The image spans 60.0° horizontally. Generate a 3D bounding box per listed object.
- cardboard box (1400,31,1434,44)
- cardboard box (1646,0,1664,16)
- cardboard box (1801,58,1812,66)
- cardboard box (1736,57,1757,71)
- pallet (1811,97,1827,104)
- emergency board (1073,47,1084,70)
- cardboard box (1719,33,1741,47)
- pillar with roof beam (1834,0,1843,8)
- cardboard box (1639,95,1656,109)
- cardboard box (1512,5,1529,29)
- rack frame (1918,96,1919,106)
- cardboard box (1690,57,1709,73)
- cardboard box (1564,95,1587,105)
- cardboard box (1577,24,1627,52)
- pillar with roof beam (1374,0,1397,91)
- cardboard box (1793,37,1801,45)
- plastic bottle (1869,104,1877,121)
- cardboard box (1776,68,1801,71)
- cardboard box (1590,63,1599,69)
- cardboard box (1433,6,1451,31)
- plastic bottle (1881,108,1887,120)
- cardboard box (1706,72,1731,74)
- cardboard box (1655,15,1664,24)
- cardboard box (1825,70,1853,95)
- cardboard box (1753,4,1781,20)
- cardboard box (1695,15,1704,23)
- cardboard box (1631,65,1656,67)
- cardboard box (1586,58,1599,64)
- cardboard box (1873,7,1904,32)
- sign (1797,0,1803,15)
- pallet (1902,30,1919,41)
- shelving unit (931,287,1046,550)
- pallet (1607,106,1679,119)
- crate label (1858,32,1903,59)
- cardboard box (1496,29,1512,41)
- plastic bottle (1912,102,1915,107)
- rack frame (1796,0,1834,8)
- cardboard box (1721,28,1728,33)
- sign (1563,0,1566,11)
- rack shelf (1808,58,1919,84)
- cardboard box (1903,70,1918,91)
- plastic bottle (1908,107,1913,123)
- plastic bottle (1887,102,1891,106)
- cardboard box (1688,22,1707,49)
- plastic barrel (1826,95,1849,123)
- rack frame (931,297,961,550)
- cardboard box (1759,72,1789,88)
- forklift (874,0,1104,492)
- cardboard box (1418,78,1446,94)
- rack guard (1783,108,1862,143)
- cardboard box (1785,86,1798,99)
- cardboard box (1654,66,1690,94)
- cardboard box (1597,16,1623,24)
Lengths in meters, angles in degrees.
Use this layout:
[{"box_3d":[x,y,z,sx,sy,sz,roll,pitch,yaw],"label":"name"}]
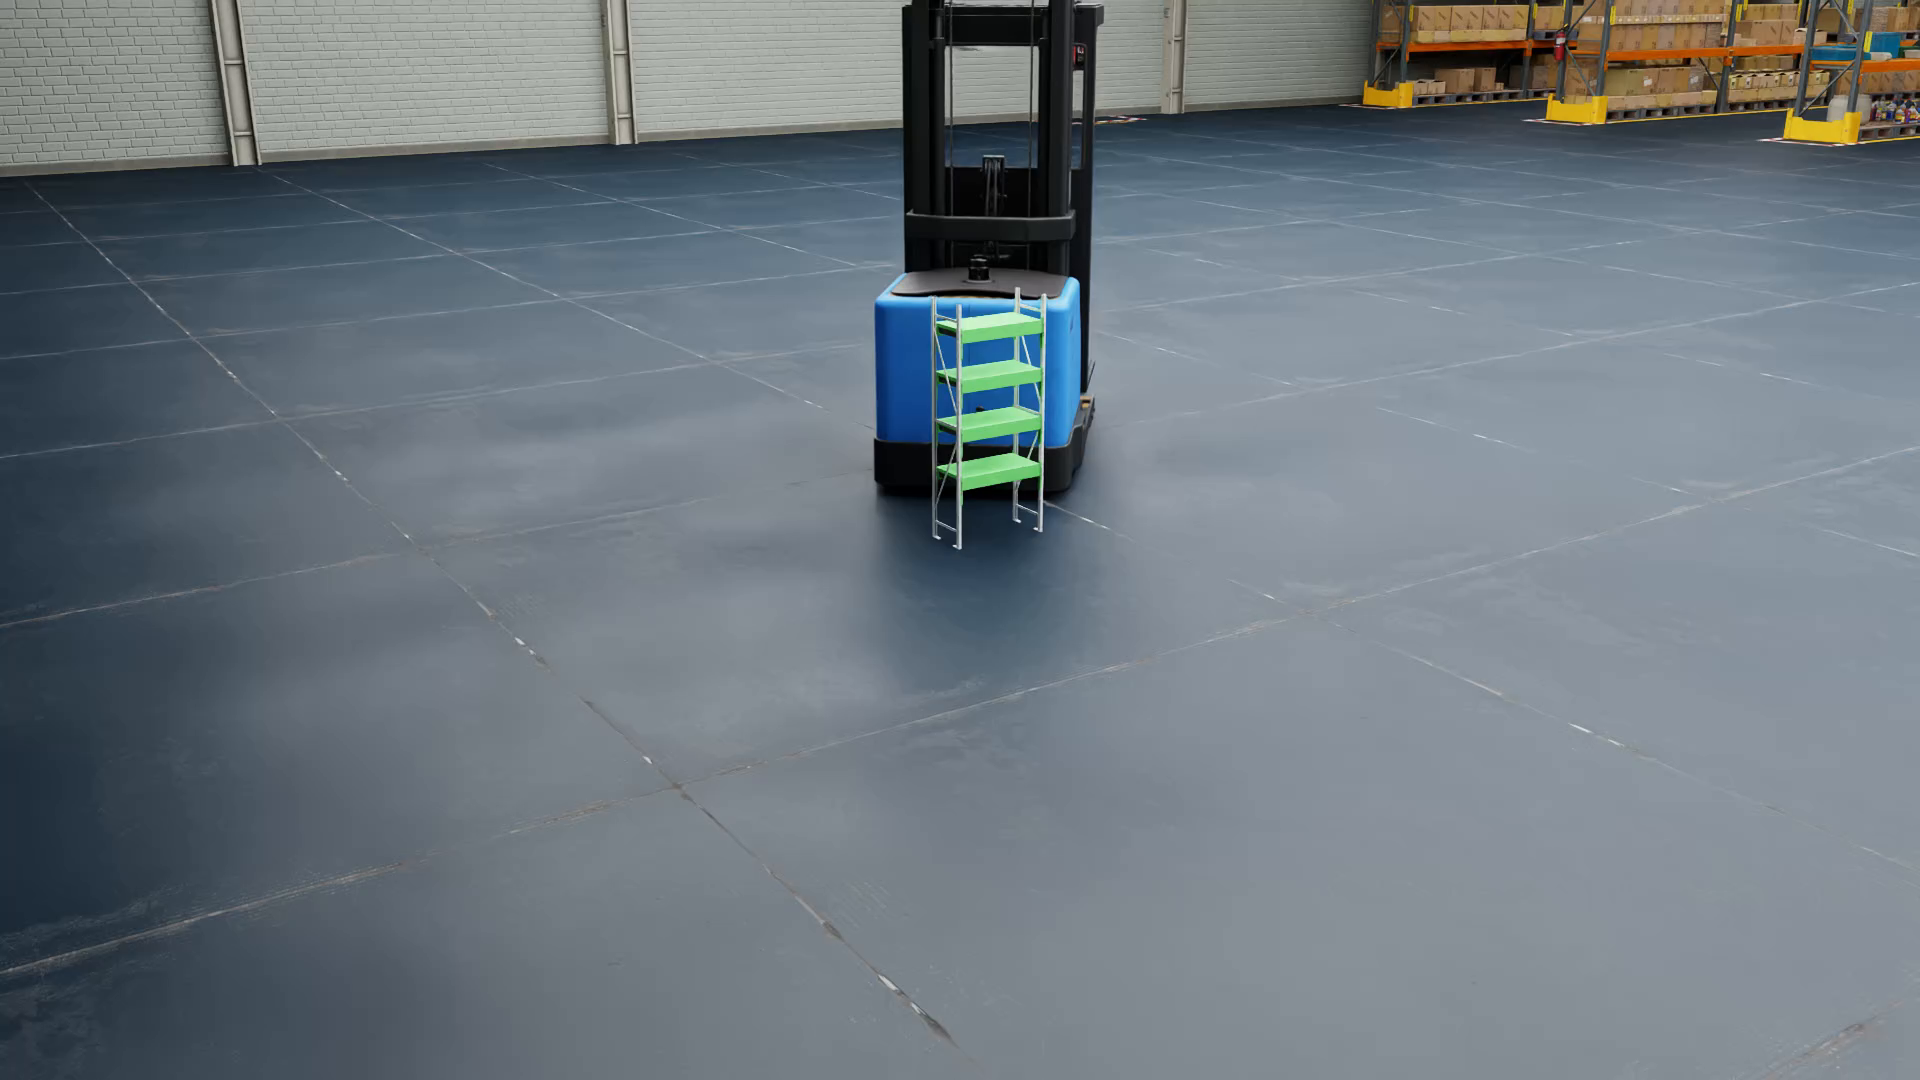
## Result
[{"box_3d":[9.848,-10.845,35.844,0.500,0.250,0.500,-13,22,-33],"label":"cardboard box"},{"box_3d":[13.292,-10.515,32.481,0.500,0.500,0.700,-12,22,-31],"label":"cardboard box"},{"box_3d":[22.099,-12.589,44.045,0.500,0.500,0.700,-12,22,-31],"label":"cardboard box"},{"box_3d":[19.969,-12.138,42.713,0.500,0.500,0.700,-12,22,-31],"label":"cardboard box"},{"box_3d":[19.319,-9.791,36.876,1.213,0.211,1.003,-12,22,-31],"label":"pallet"},{"box_3d":[2.279,-9.778,32.485,0.643,1.169,0.194,-12,22,-31],"label":"emergency board"},{"box_3d":[15.721,-10.313,34.301,0.500,0.250,0.500,-10,21,-28],"label":"cardboard box"},{"box_3d":[26.776,-16.121,41.880,0.400,9.000,9.100,-12,22,-31],"label":"pillar with roof beam"},{"box_3d":[13.397,-8.690,32.902,0.500,0.250,0.500,-12,22,-31],"label":"cardboard box"},{"box_3d":[12.382,-11.738,37.313,0.500,0.500,0.500,-12,22,-32],"label":"cardboard box"},{"box_3d":[18.055,-8.960,30.065,0.127,3.000,1.000,-12,22,-31],"label":"rack frame"},{"box_3d":[18.076,-11.893,41.442,0.750,0.750,0.750,-11,22,-30],"label":"cardboard box"},{"box_3d":[12.279,-8.651,32.789,0.500,0.250,0.500,-12,22,-31],"label":"cardboard box"},{"box_3d":[12.391,-9.708,32.119,0.500,0.500,0.700,-12,22,-31],"label":"cardboard box"},{"box_3d":[11.743,-12.951,32.502,0.400,9.000,9.100,-12,22,-31],"label":"pillar with roof beam"},{"box_3d":[17.641,-10.632,35.402,0.250,0.149,0.380,-10,21,-27],"label":"cardboard box"},{"box_3d":[16.292,-7.627,29.675,0.133,0.283,0.061,-12,22,-31],"label":"plastic bottle"},{"box_3d":[18.076,-10.139,36.313,0.500,0.311,0.500,-11,22,-30],"label":"cardboard box"},{"box_3d":[14.881,-11.139,39.725,0.500,0.500,0.700,-12,22,-31],"label":"cardboard box"},{"box_3d":[10.248,-11.287,35.981,0.500,0.500,0.500,-12,22,-31],"label":"cardboard box"},{"box_3d":[16.588,-7.646,29.861,0.097,0.201,0.097,0,19,0],"label":"plastic bottle"},{"box_3d":[15.946,-9.689,34.984,0.500,0.311,0.500,-11,22,-30],"label":"cardboard box"},{"box_3d":[13.514,-10.175,32.489,0.250,0.149,0.380,-12,22,-32],"label":"cardboard box"},{"box_3d":[19.212,-10.018,36.411,0.500,0.500,0.500,-11,22,-29],"label":"cardboard box"},{"box_3d":[20.363,-13.380,42.669,0.700,0.700,0.980,-13,22,-33],"label":"cardboard box"},{"box_3d":[14.581,-10.399,33.152,0.250,0.149,0.380,-12,22,-32],"label":"cardboard box"},{"box_3d":[13.940,-9.363,33.724,0.500,0.500,0.500,-12,22,-31],"label":"cardboard box"},{"box_3d":[14.864,-11.470,39.534,0.500,0.250,0.500,-11,22,-30],"label":"cardboard box"},{"box_3d":[20.574,-11.614,37.102,0.700,0.500,0.500,16,24,39],"label":"cardboard box"},{"box_3d":[18.369,-11.645,36.322,0.005,0.325,0.100,-12,22,-31],"label":"sign"},{"box_3d":[21.288,-11.493,37.855,1.213,0.211,1.003,-12,22,-31],"label":"pallet"},{"box_3d":[0.138,-0.598,8.139,0.503,1.200,0.258,-12,22,-31],"label":"shelving unit"},{"box_3d":[13.627,-8.620,33.412,1.213,0.211,1.003,-12,22,-31],"label":"pallet"},{"box_3d":[16.103,-8.669,29.149,0.616,0.435,0.502,-12,22,-31],"label":"crate label"},{"box_3d":[11.957,-11.299,37.185,0.500,0.250,0.500,-12,22,-31],"label":"cardboard box"},{"box_3d":[17.352,-7.850,30.337,0.133,0.283,0.061,-12,22,-31],"label":"plastic bottle"},{"box_3d":[22.629,-13.724,44.156,0.127,3.000,1.000,-12,22,-31],"label":"rack frame"},{"box_3d":[18.964,-12.724,41.559,0.250,0.149,0.380,-11,22,-30],"label":"cardboard box"},{"box_3d":[11.707,-10.390,32.115,0.005,0.325,0.100,-12,22,-31],"label":"sign"},{"box_3d":[16.385,-8.267,29.139,4.000,0.370,1.077,-12,22,-31],"label":"rack shelf"},{"box_3d":[21.344,-10.471,37.750,0.500,0.500,0.500,-12,22,-31],"label":"cardboard box"},{"box_3d":[16.687,-7.468,29.224,0.097,0.271,0.097,0,19,0],"label":"plastic bottle"},{"box_3d":[16.835,-7.800,30.186,0.133,0.283,0.061,-11,21,-29],"label":"plastic bottle"},{"box_3d":[14.530,-10.159,33.454,0.500,0.500,0.700,-12,22,-32],"label":"cardboard box"},{"box_3d":[15.222,-7.413,28.716,0.421,0.512,0.421,0,19,0],"label":"plastic barrel"},{"box_3d":[-0.066,-0.555,8.012,0.015,1.200,0.240,-12,22,-31],"label":"rack frame"},{"box_3d":[17.100,-9.725,35.090,0.500,0.311,0.500,-11,22,-30],"label":"cardboard box"},{"box_3d":[0.253,-2.074,9.803,1.130,2.935,3.031,3,19,7],"label":"forklift"},{"box_3d":[10.370,-10.039,36.766,0.500,0.311,0.500,-10,21,-27],"label":"cardboard box"},{"box_3d":[14.752,-7.098,28.459,0.348,0.500,1.175,-12,22,-31],"label":"rack guard"},{"box_3d":[17.520,-9.549,35.445,0.500,0.250,0.500,-11,22,-30],"label":"cardboard box"},{"box_3d":[14.228,-9.223,33.310,0.500,0.500,0.500,-12,22,-31],"label":"cardboard box"},{"box_3d":[12.440,-9.948,31.816,0.250,0.149,0.380,-12,22,-32],"label":"cardboard box"}]
